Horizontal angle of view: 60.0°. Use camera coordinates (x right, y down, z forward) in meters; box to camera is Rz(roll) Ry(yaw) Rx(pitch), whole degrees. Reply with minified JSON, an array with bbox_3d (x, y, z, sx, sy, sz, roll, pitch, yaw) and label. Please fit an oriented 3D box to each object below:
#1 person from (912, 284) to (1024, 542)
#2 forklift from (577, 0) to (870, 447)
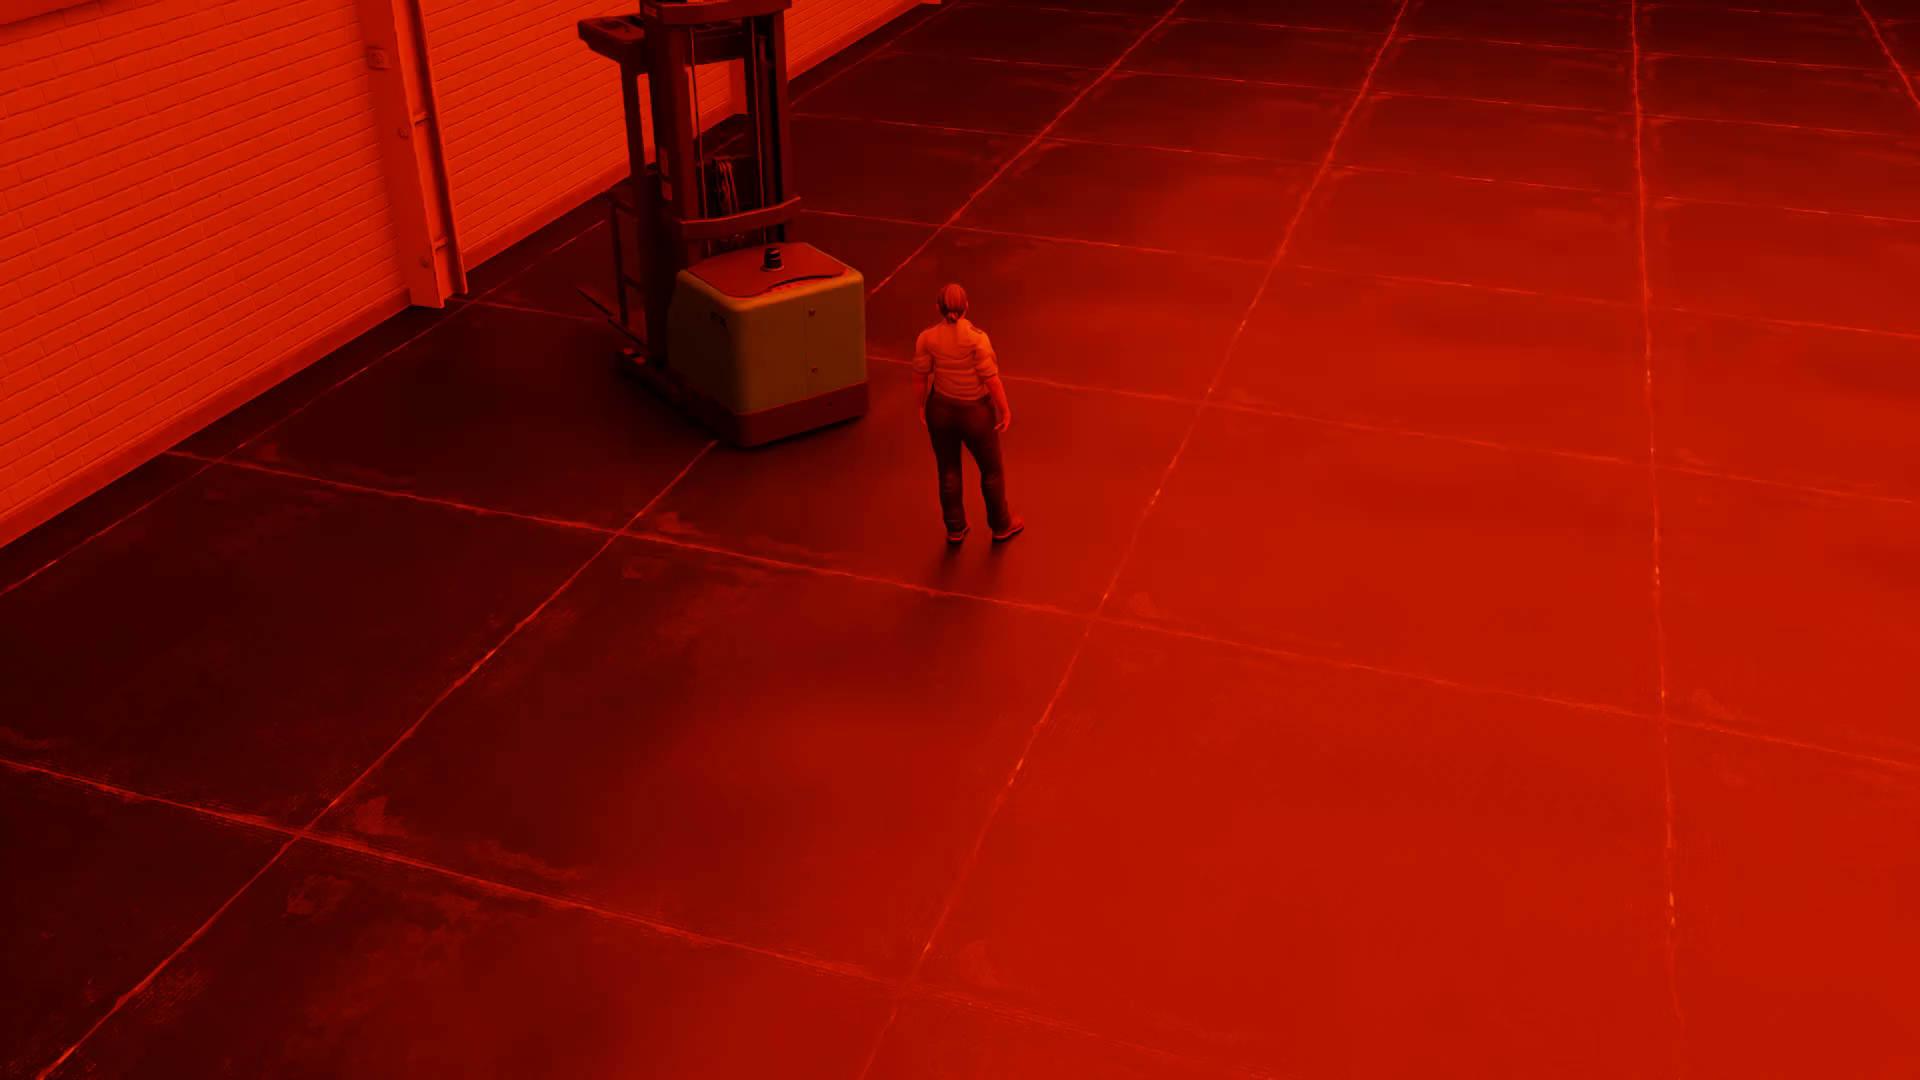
[{"bbox_3d":[0.051,-0.760,9.752,0.598,1.651,0.502,10,31,16],"label":"person"},{"bbox_3d":[-1.885,-2.569,11.643,1.130,2.935,3.031,-19,35,-30],"label":"forklift"}]
